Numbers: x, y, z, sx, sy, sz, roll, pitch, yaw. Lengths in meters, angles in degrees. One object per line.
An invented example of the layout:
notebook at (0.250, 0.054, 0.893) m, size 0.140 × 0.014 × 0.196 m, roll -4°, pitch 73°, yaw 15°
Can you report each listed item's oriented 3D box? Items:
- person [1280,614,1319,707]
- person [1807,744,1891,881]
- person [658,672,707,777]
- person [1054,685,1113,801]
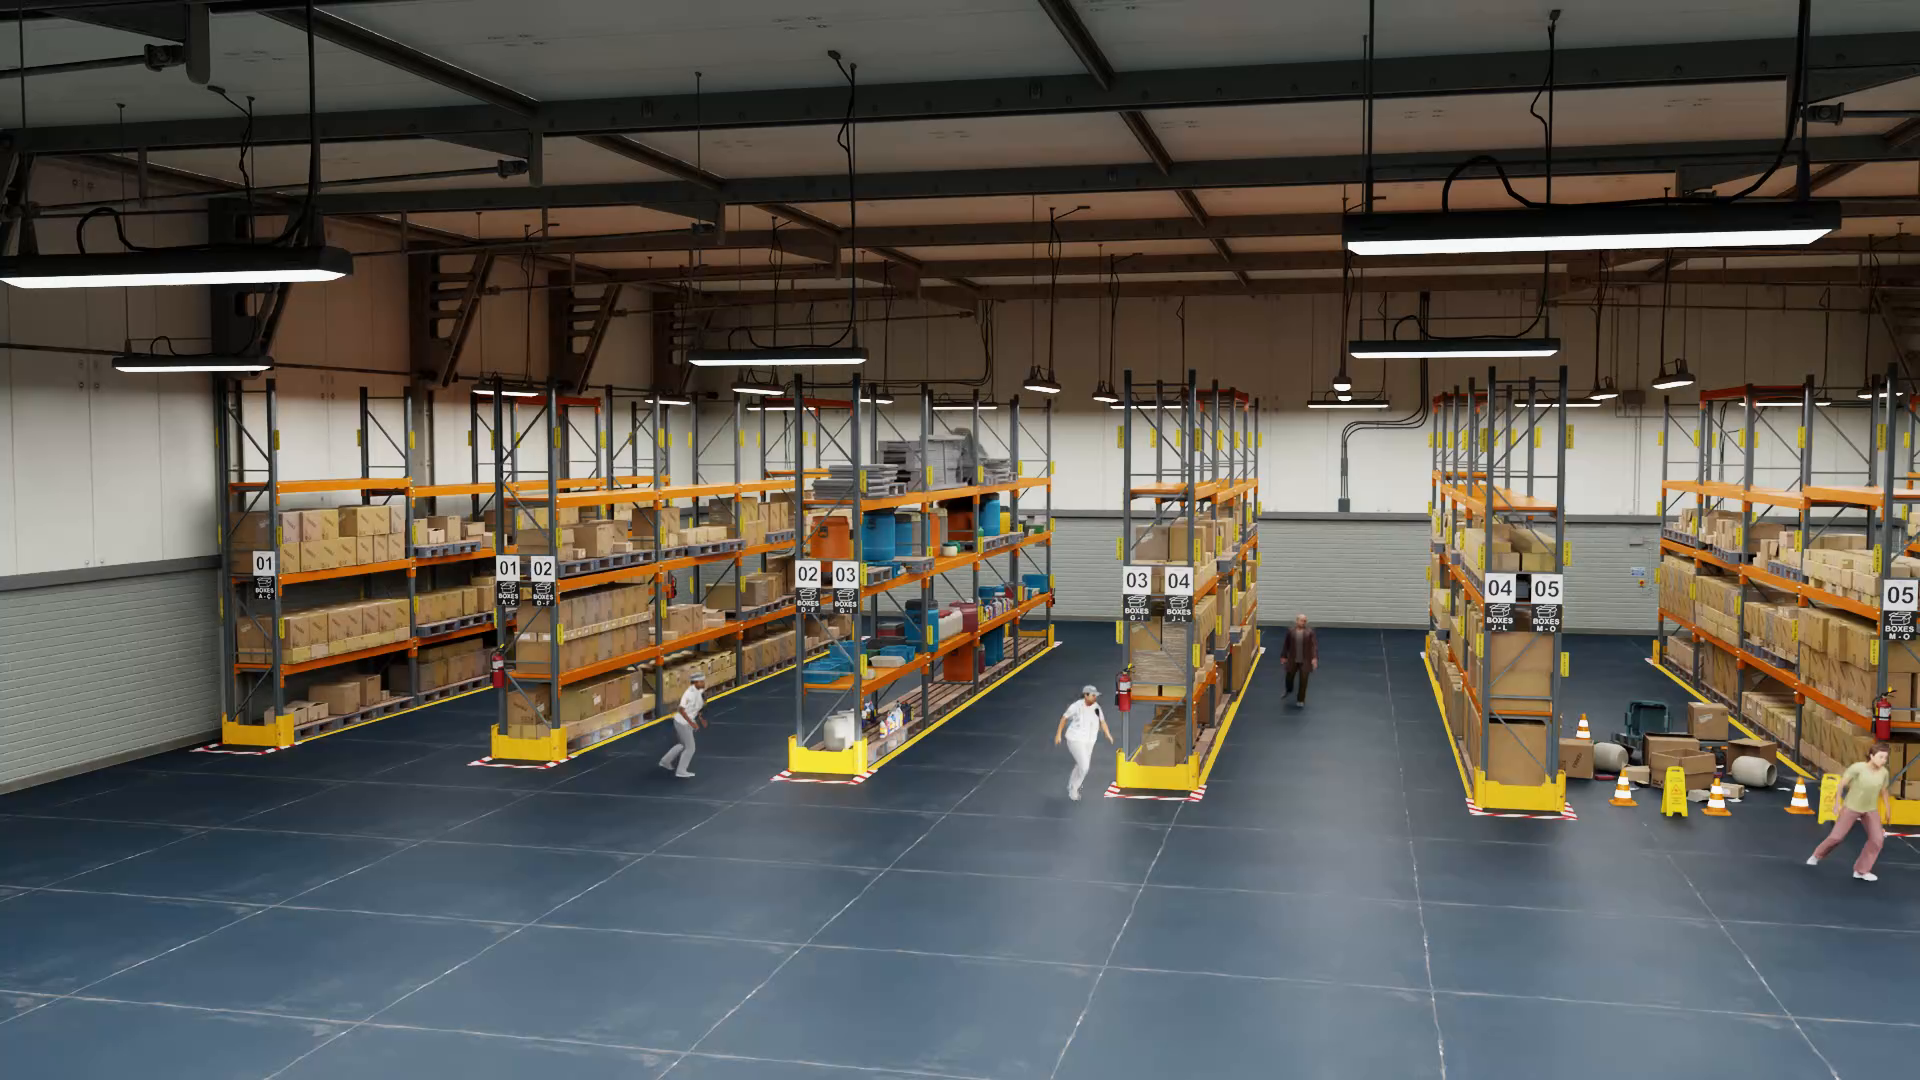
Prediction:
person at (6.380, 2.248, 31.251) m, size 0.755 × 1.747 × 0.716 m, roll 1°, pitch 4°, yaw 18°
person at (10.213, 3.068, 19.047) m, size 0.779 × 1.568 × 0.731 m, roll 0°, pitch 3°, yaw 2°
person at (-4.131, 2.731, 24.740) m, size 0.796 × 1.585 × 0.583 m, roll 0°, pitch 3°, yaw 5°
person at (1.743, 2.807, 23.044) m, size 0.580 × 1.623 × 0.772 m, roll -2°, pitch 4°, yaw -35°
